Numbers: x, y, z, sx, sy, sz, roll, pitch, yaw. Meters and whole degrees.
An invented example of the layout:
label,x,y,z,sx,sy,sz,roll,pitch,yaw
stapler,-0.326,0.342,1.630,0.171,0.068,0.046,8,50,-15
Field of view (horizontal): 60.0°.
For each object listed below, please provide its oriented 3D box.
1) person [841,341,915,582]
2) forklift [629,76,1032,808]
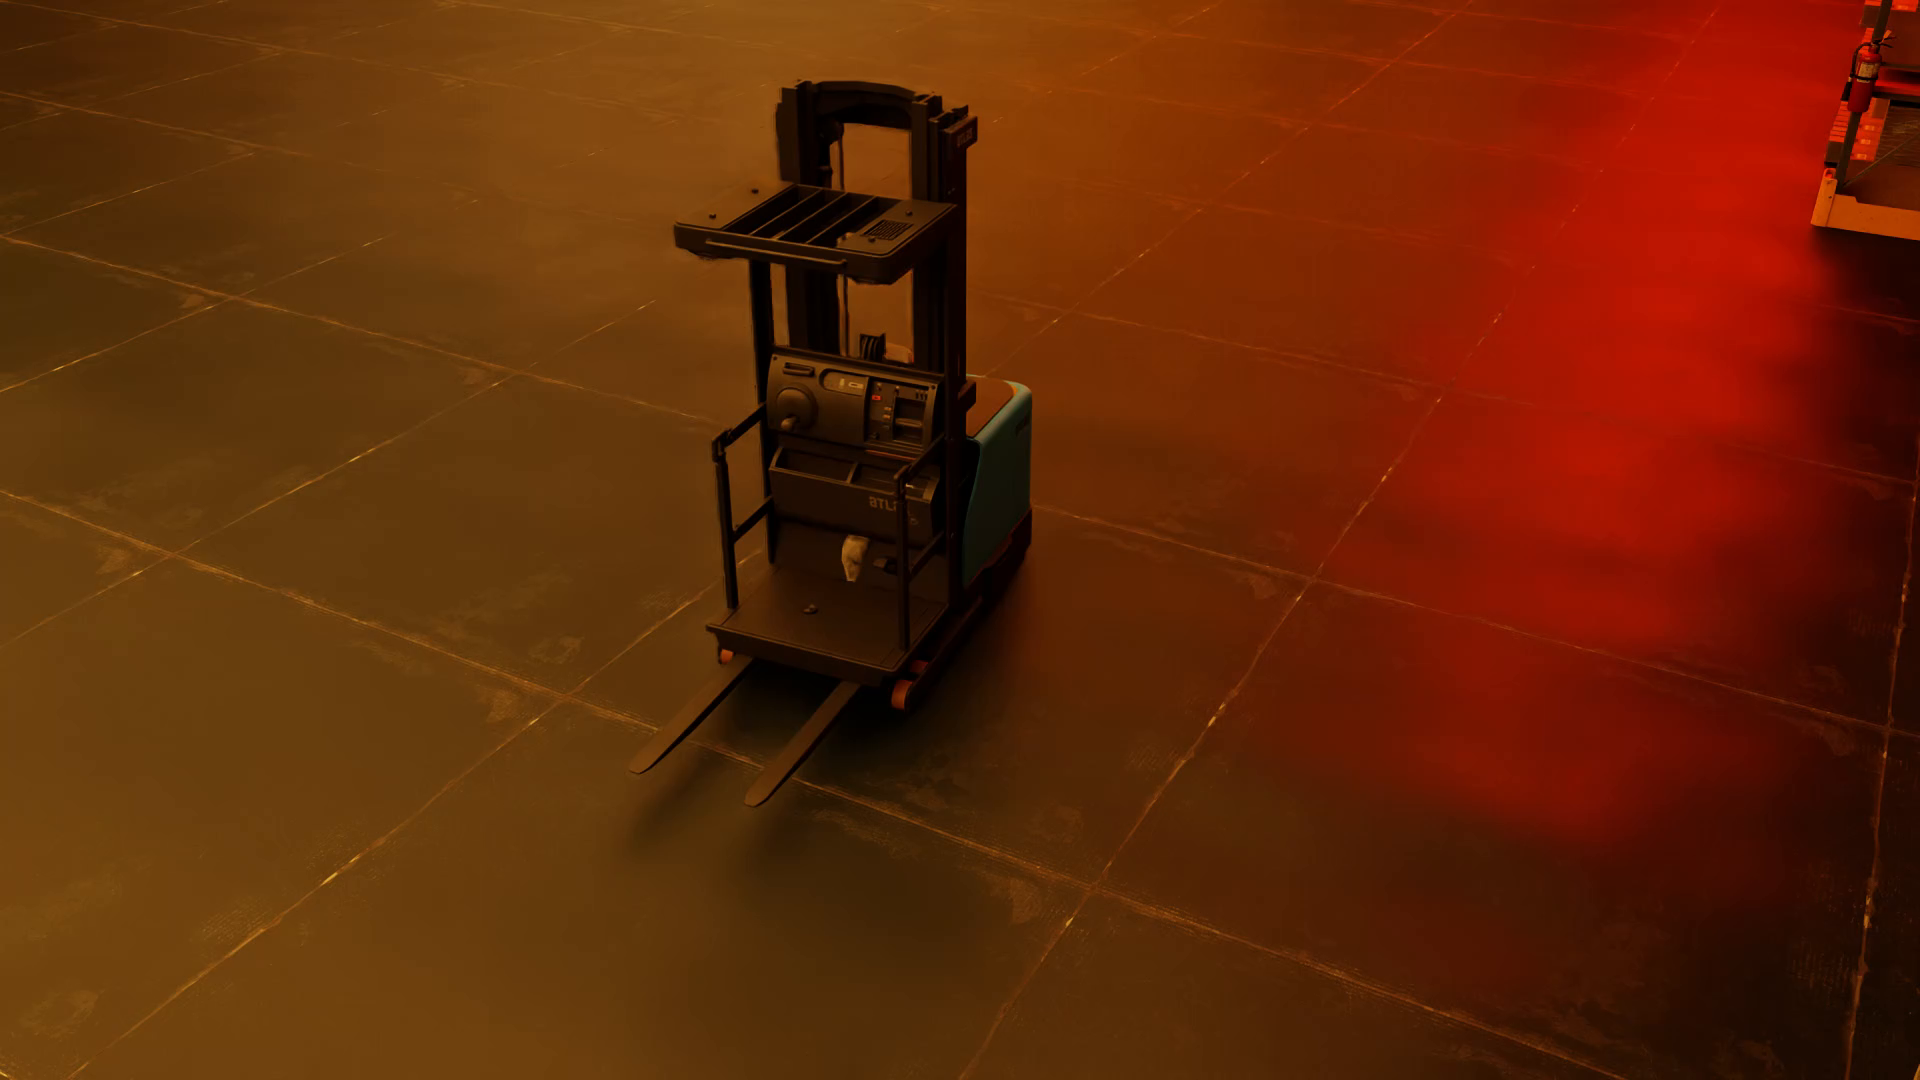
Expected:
label,x,y,z,sx,sy,sz,roll,pitch,yaw
person,-0.494,-0.288,8.901,0.580,1.619,0.835,-11,32,-19
forklift,-0.628,-0.636,8.173,1.130,2.935,3.031,12,32,20
